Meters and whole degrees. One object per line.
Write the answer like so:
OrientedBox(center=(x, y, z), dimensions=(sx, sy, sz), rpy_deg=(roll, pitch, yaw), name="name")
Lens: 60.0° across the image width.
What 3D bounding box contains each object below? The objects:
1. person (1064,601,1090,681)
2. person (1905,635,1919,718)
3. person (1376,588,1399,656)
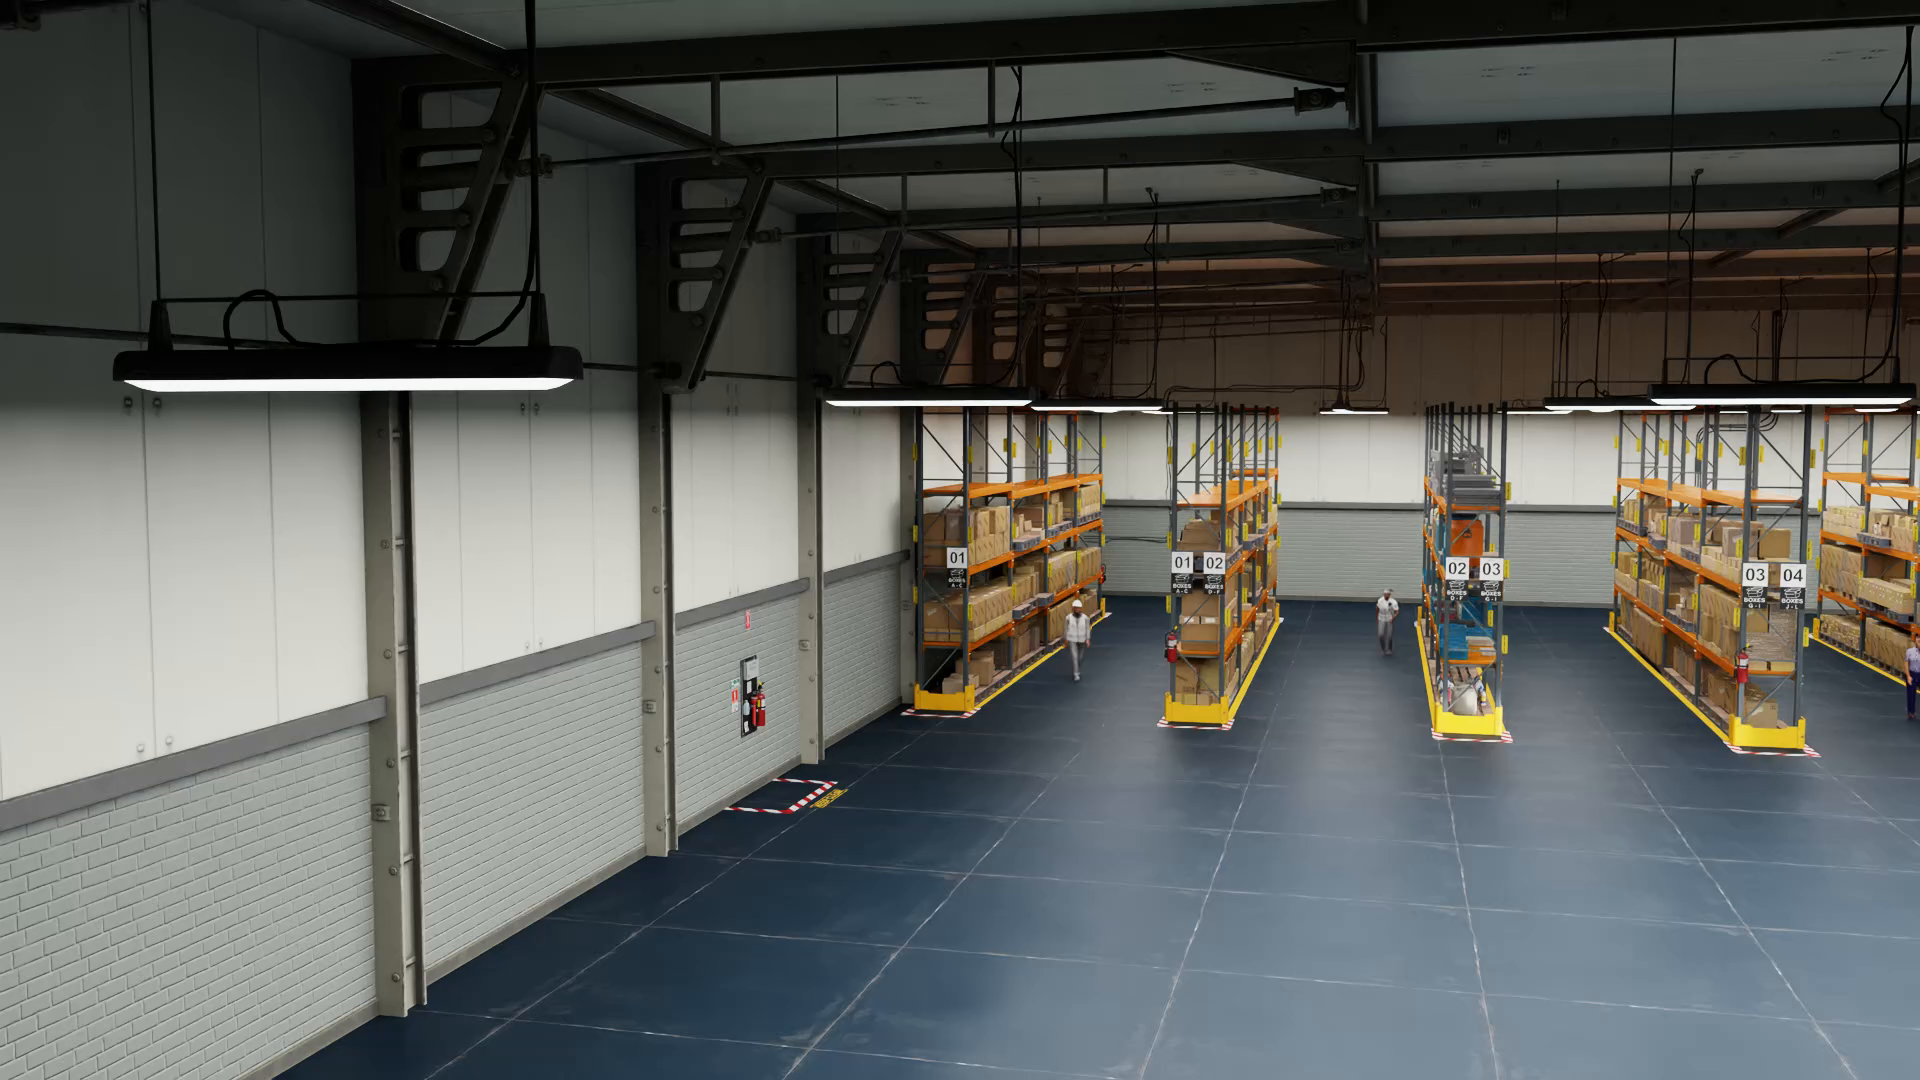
OrientedBox(center=(2.553, 2.175, 36.231), dimensions=(0.539, 1.720, 1.096), rpy_deg=(-1, 4, -11), name="person")
OrientedBox(center=(18.021, 2.600, 31.201), dimensions=(0.526, 1.588, 0.922), rpy_deg=(2, 5, 24), name="person")
OrientedBox(center=(10.275, 1.973, 40.012), dimensions=(0.566, 1.686, 0.766), rpy_deg=(2, 4, 20), name="person")
